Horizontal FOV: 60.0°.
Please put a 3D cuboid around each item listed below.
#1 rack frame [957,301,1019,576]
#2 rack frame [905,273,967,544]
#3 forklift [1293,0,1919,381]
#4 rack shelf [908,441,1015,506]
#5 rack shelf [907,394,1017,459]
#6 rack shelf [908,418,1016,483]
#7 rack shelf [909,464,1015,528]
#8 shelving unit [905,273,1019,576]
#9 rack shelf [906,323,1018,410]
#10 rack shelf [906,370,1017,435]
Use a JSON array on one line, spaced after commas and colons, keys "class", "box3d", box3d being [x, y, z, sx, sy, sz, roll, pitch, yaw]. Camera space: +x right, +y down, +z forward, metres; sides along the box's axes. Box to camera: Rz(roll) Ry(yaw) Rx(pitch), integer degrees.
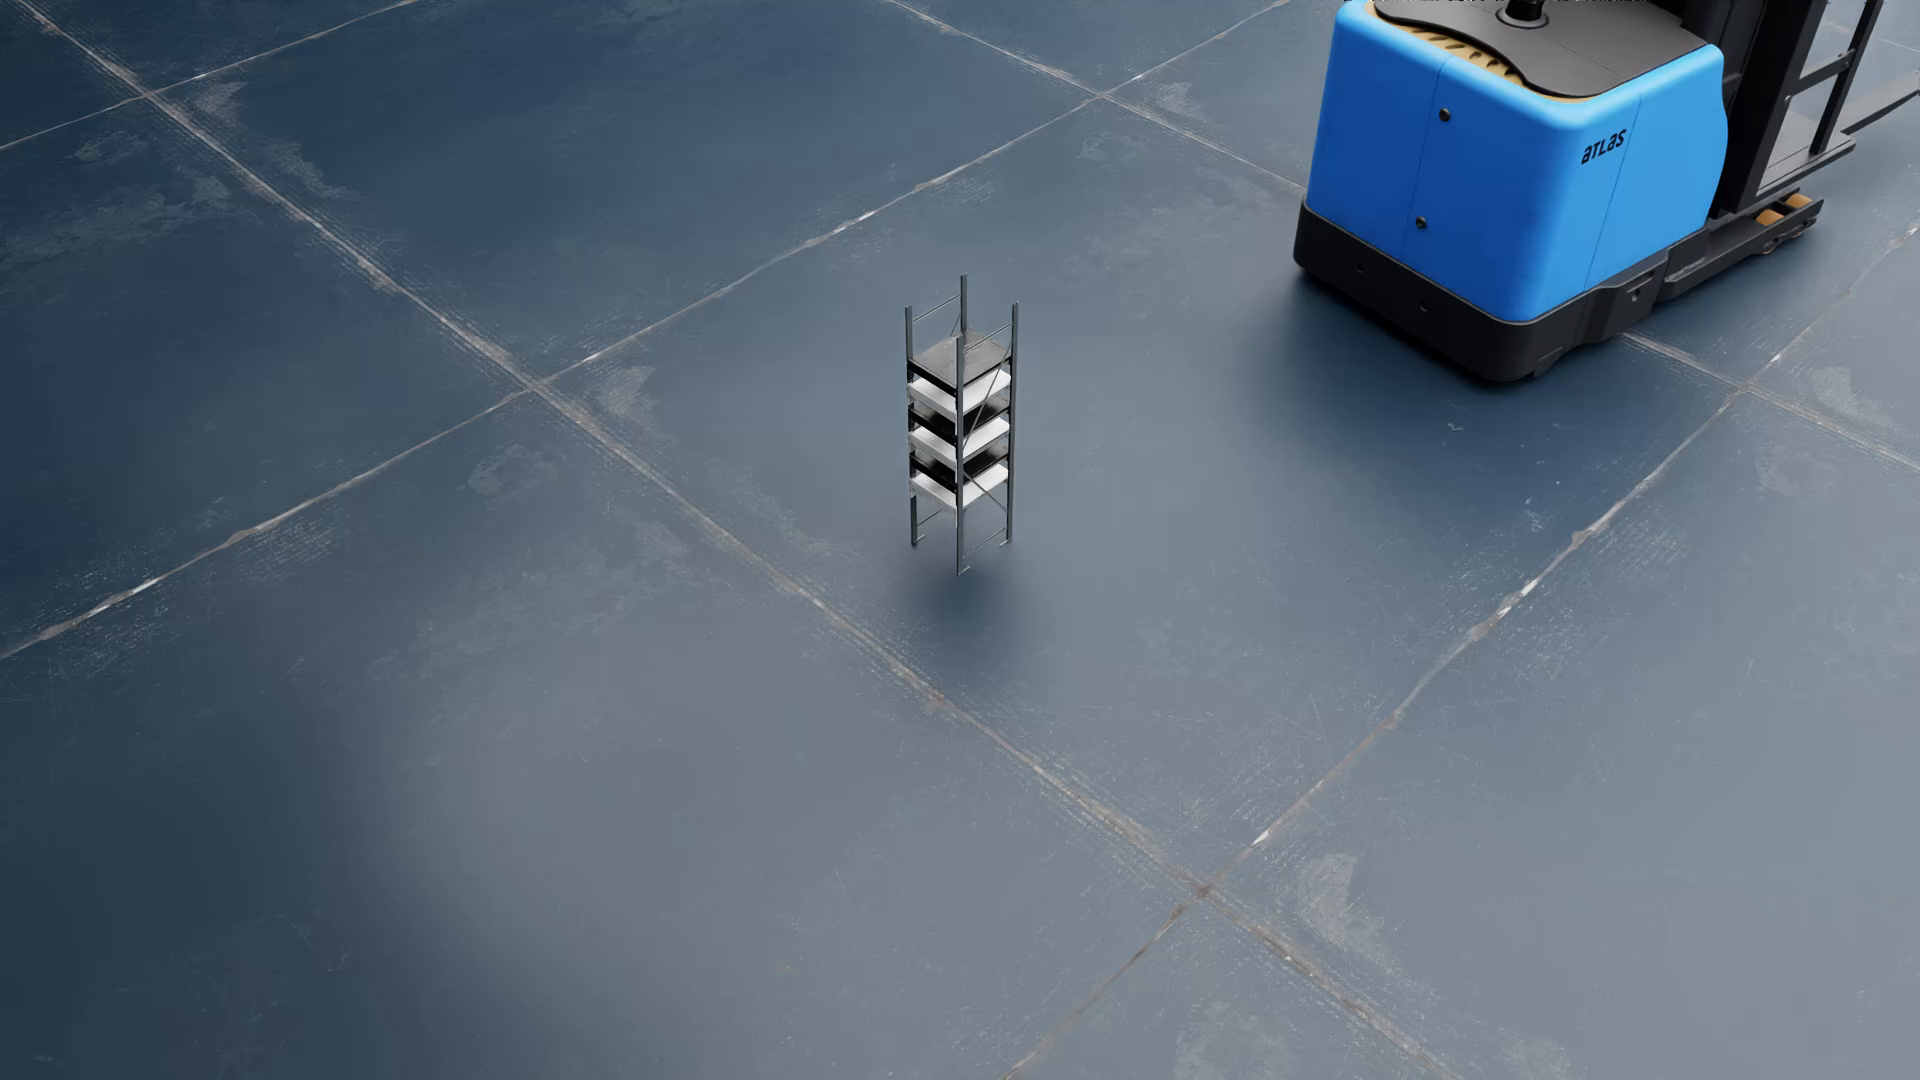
[{"class": "rack frame", "box3d": [0.078, -0.278, 4.888, 0.240, 0.900, 0.006, -34, 53, -31]}, {"class": "rack frame", "box3d": [-0.066, -0.375, 4.993, 0.240, 0.900, 0.006, -34, 53, -31]}, {"class": "forklift", "box3d": [2.744, -2.445, 5.736, 3.031, 2.935, 1.130, -27, 49, -26]}, {"class": "rack shelf", "box3d": [0.006, -0.236, 5.024, 0.258, 0.077, 0.200, -34, 53, -31]}, {"class": "rack shelf", "box3d": [0.006, -0.368, 4.902, 0.258, 0.077, 0.200, -34, 53, -31]}, {"class": "rack shelf", "box3d": [0.006, -0.302, 4.963, 0.258, 0.077, 0.200, -34, 53, -31]}, {"class": "rack shelf", "box3d": [0.006, -0.170, 5.085, 0.258, 0.077, 0.200, -34, 53, -31]}, {"class": "shelving unit", "box3d": [0.006, -0.327, 4.940, 0.258, 0.900, 0.210, -34, 53, -31]}, {"class": "rack shelf", "box3d": [0.006, -0.500, 4.780, 0.258, 0.077, 0.200, -34, 53, -31]}, {"class": "rack shelf", "box3d": [0.006, -0.434, 4.841, 0.258, 0.077, 0.200, -34, 53, -31]}]
